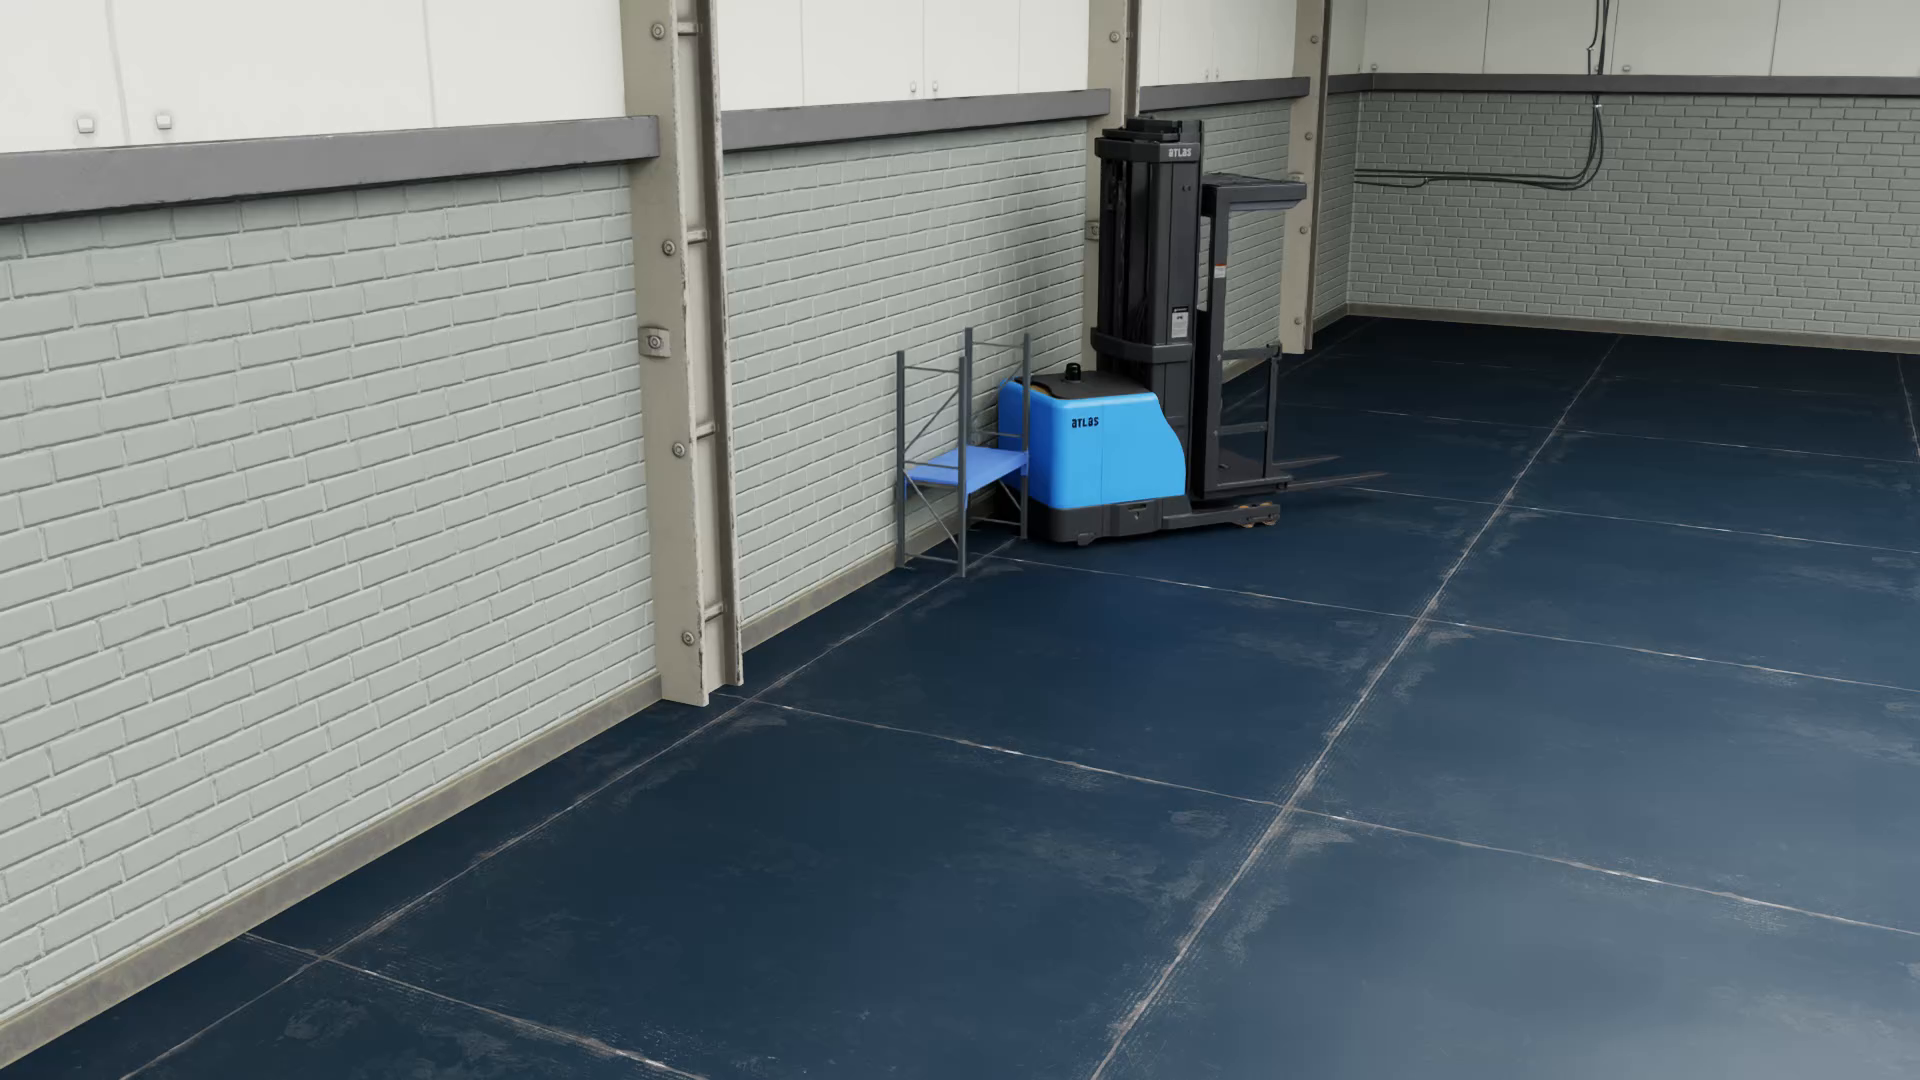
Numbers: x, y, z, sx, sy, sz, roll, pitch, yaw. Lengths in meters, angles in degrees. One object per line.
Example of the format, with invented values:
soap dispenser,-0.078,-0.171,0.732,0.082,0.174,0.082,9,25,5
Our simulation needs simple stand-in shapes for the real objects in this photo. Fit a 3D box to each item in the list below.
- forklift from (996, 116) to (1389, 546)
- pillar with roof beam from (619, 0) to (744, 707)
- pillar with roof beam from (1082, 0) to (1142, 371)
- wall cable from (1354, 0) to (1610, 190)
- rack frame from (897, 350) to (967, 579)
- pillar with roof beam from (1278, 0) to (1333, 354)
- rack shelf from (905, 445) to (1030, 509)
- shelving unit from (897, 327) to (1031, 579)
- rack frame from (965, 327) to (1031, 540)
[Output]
forklift,1.834,-1.622,12.336,3.031,2.935,1.130,-7,18,-23
pillar with roof beam,2.415,-2.934,6.097,9.100,9.000,0.400,8,18,25
pillar with roof beam,5.096,-4.462,11.243,9.100,9.000,0.400,8,18,25
wall cable,6.425,-5.632,20.634,3.097,2.526,0.112,8,18,25
rack frame,-0.191,-0.494,11.046,0.500,1.500,0.032,9,19,25
pillar with roof beam,7.777,-5.990,16.388,9.100,9.000,0.400,8,18,25
rack shelf,0.035,-0.454,11.534,0.538,0.185,1.000,9,19,25
shelving unit,0.036,-0.626,11.482,0.538,1.500,1.048,9,19,25
rack frame,0.263,-0.758,11.917,0.500,1.500,0.032,9,19,25
